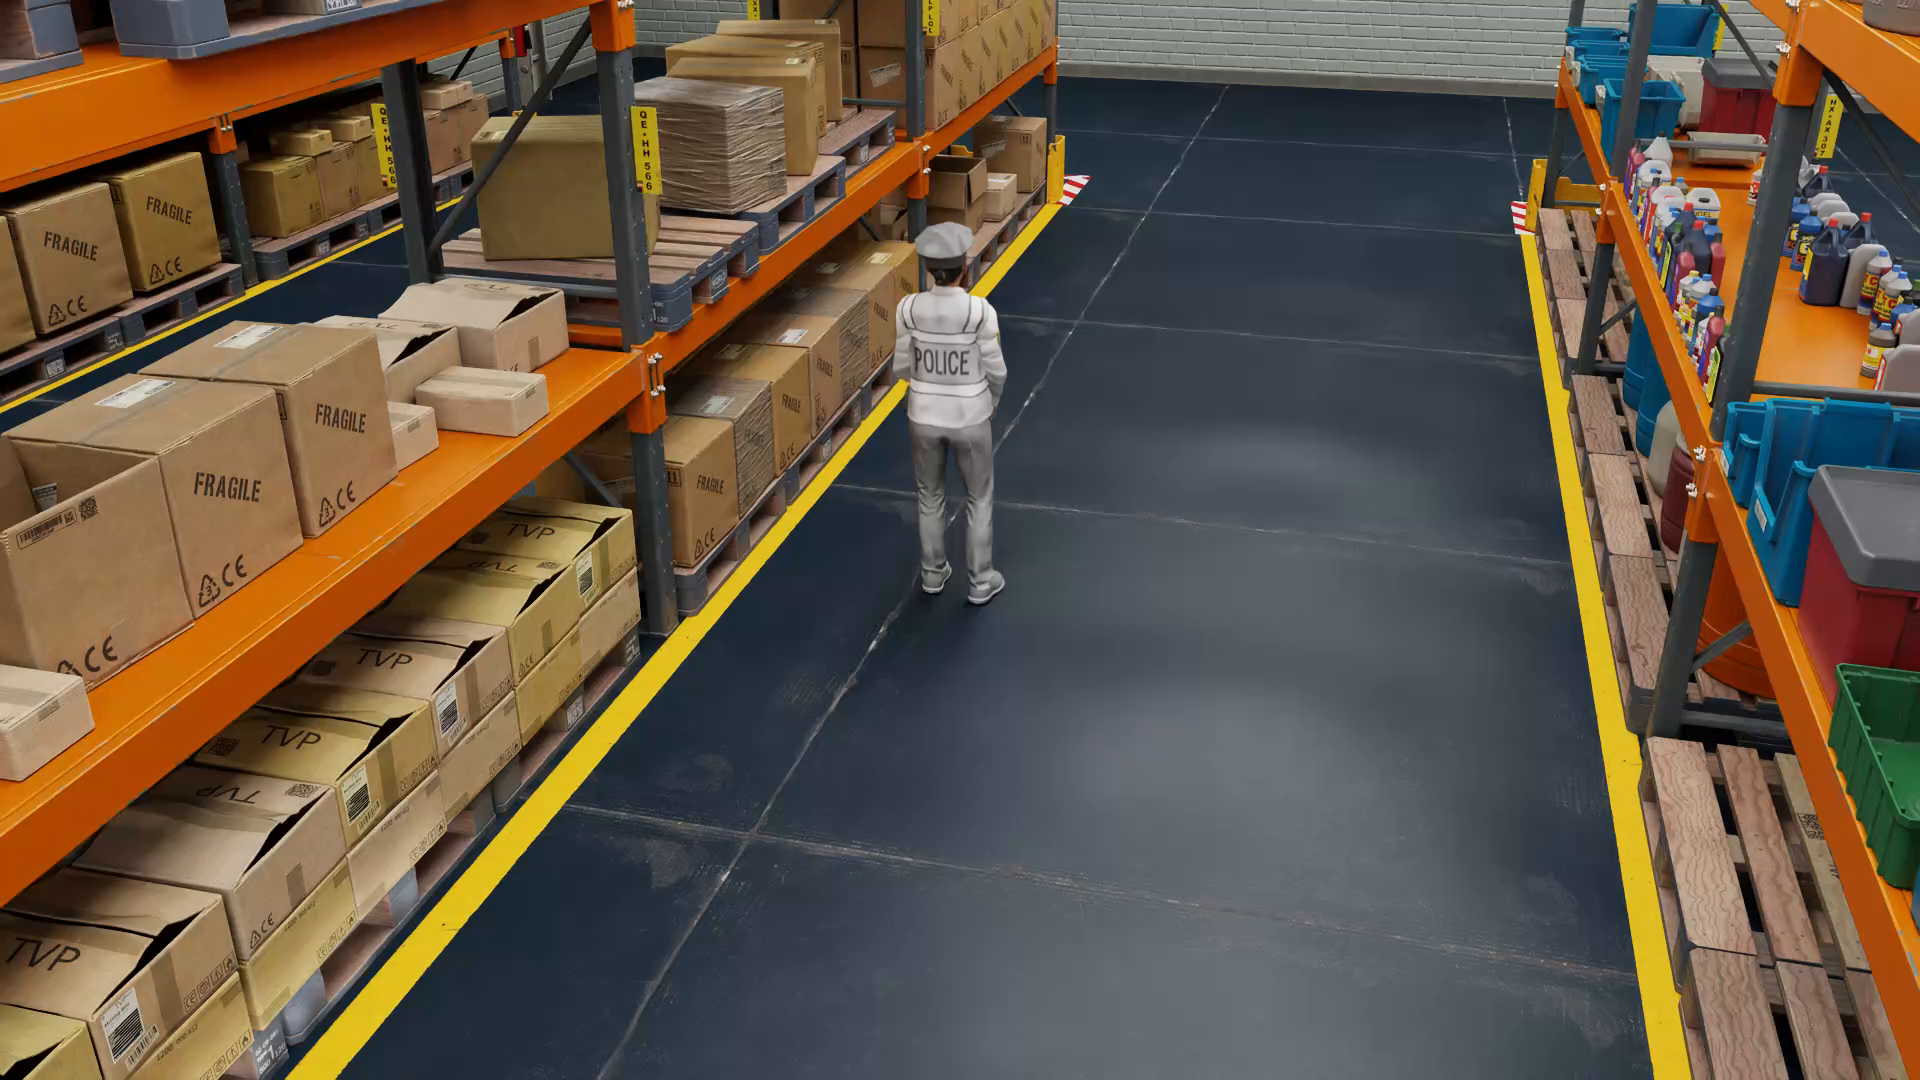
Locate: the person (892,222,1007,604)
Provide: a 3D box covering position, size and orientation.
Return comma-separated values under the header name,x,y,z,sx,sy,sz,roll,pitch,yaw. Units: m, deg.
name,x,y,z,sx,sy,sz,roll,pitch,yaw
person,-0.033,-0.545,7.220,0.495,1.689,0.451,6,26,12
